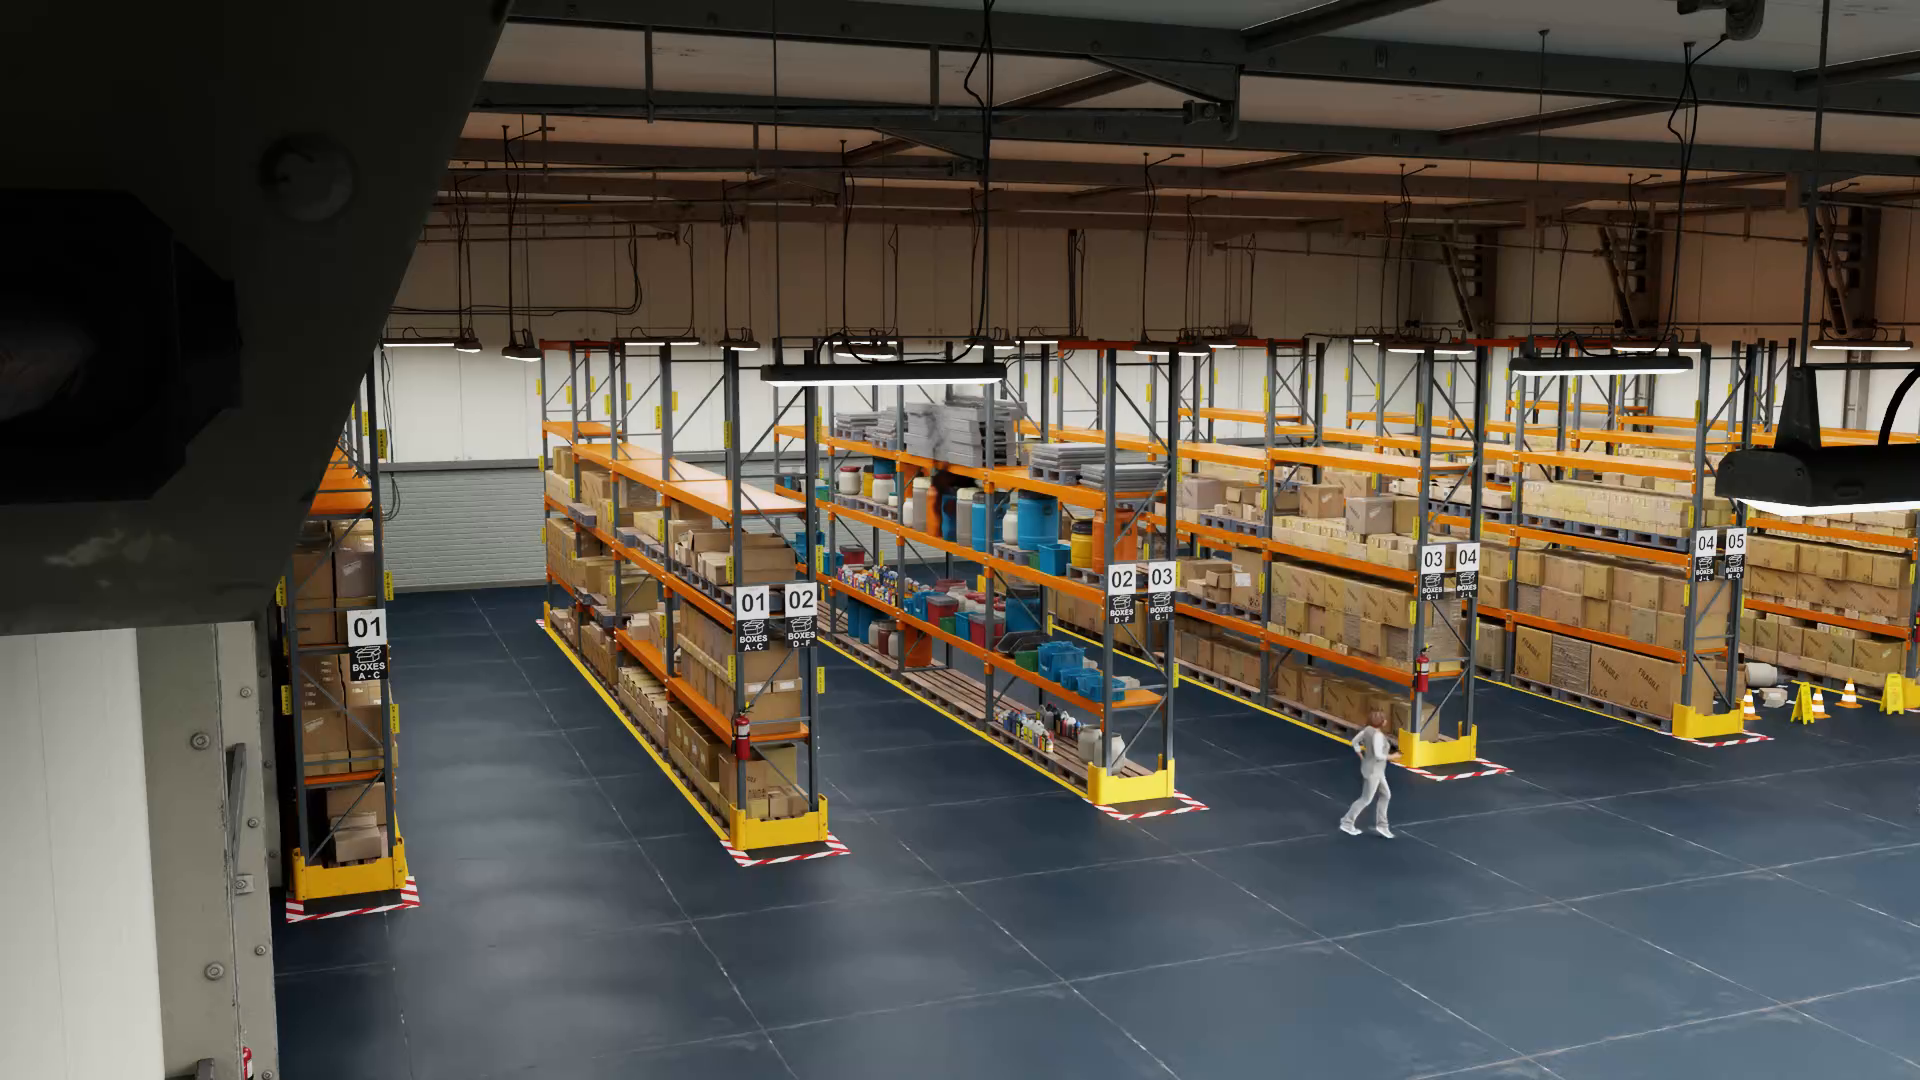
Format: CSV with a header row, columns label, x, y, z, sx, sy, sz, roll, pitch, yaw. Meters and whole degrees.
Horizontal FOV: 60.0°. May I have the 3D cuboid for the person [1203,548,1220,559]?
label,x,y,z,sx,sy,sz,roll,pitch,yaw
person,6.270,0.093,41.474,0.504,1.614,0.690,3,8,24

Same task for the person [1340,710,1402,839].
label,x,y,z,sx,sy,sz,roll,pitch,yaw
person,5.050,2.899,20.428,0.726,1.642,0.526,1,7,6
